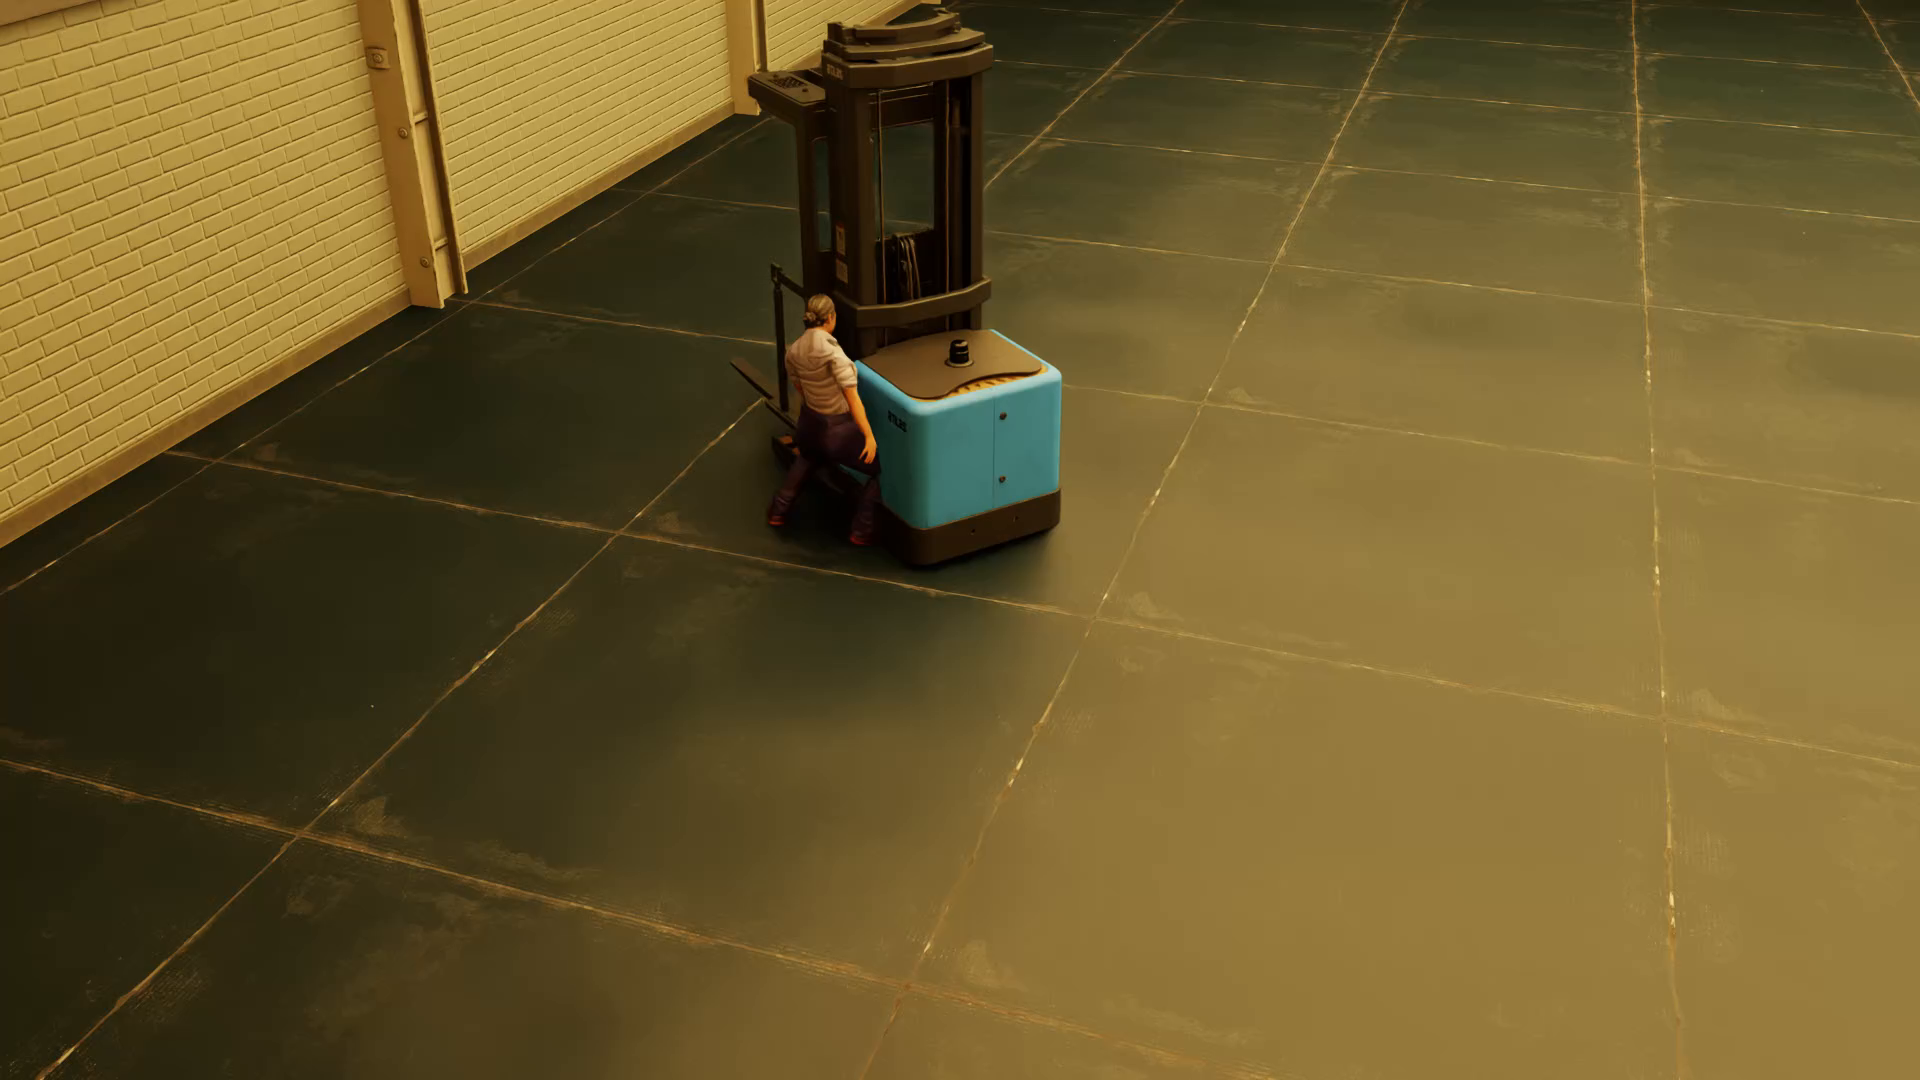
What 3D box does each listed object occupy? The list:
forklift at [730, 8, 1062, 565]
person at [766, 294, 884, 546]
[{"bbox_3d":[-0.583,-1.821,10.330,1.130,2.935,3.031,-17,34,-27],"label":"forklift"},{"bbox_3d":[-0.766,-0.682,9.801,0.569,1.552,0.964,-24,38,-36],"label":"person"}]
